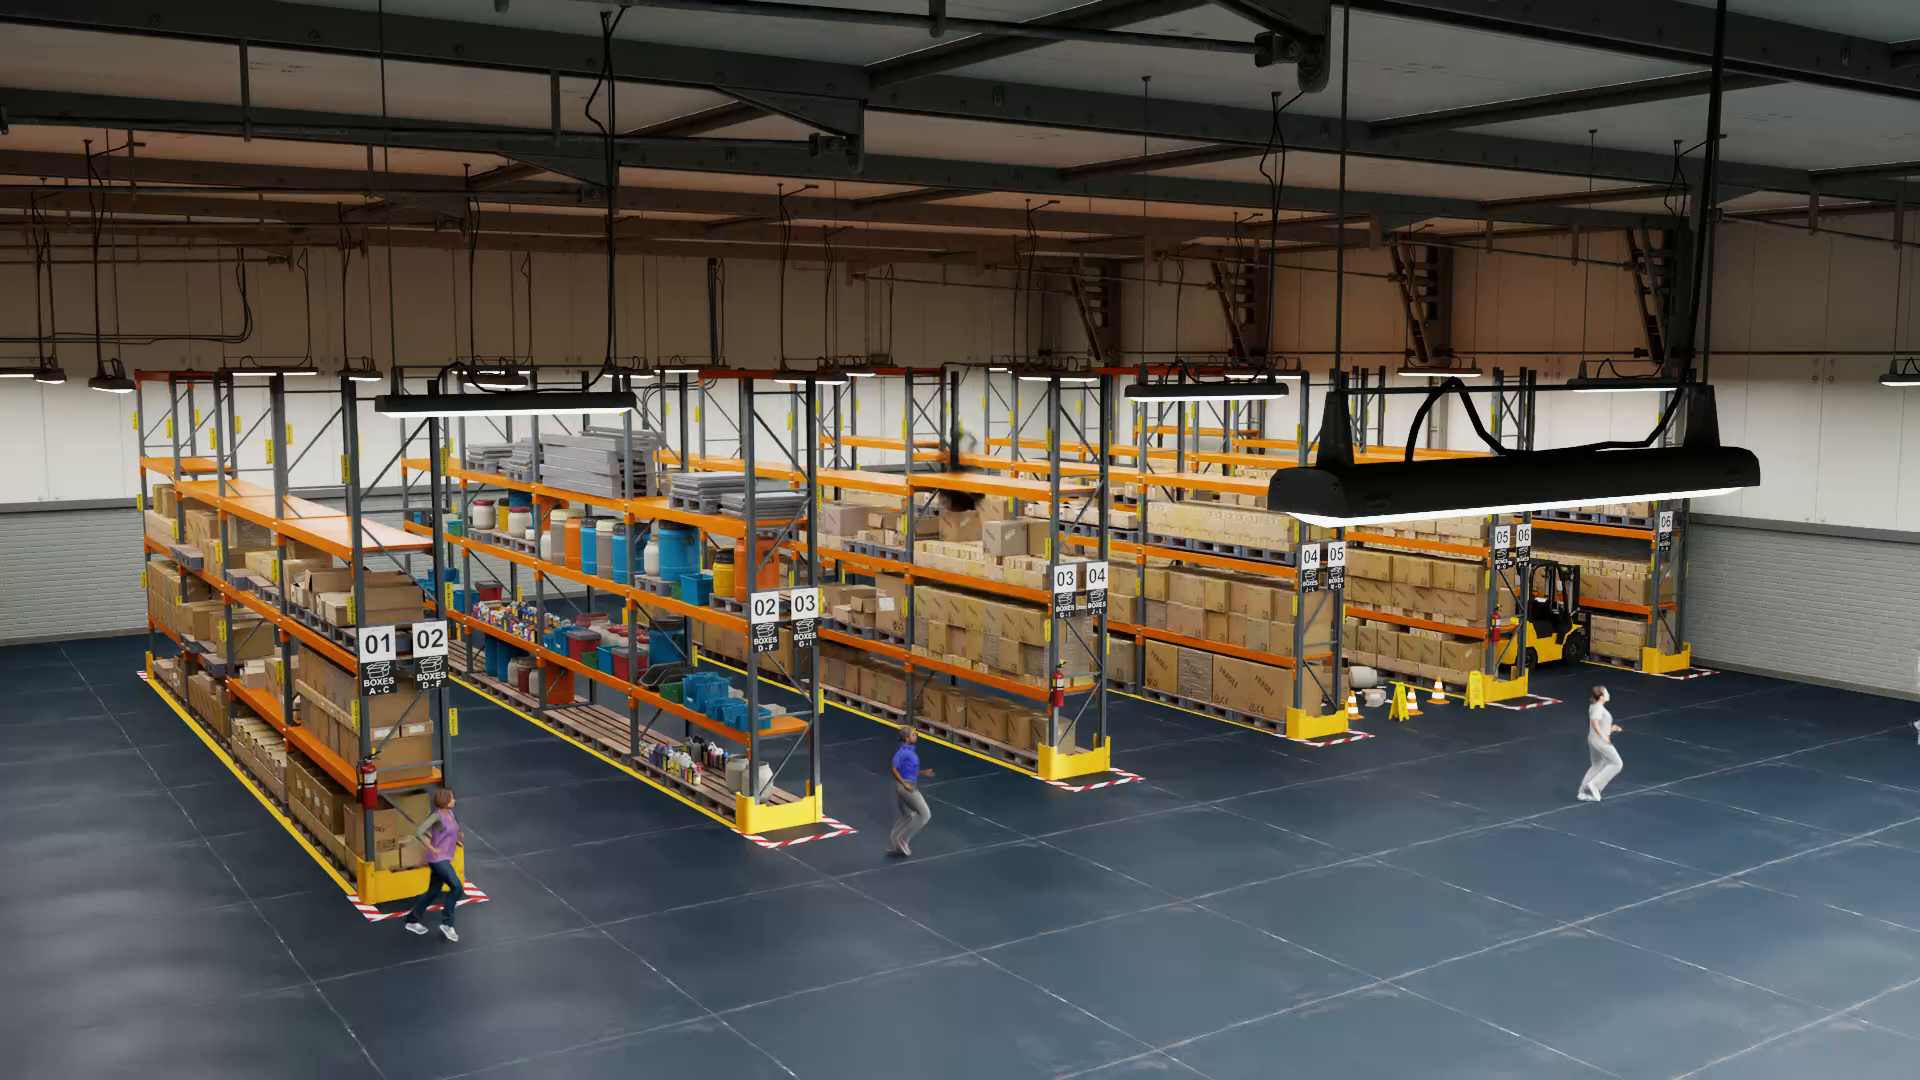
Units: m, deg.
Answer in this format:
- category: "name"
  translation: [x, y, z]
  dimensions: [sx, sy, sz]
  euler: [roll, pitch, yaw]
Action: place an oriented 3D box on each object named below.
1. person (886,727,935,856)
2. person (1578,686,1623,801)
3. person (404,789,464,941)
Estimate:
- category: "person"
  translation: [-0.622, 3.160, 20.949]
  dimensions: [0.633, 1.633, 0.546]
  euler: [0, 6, -3]
- category: "person"
  translation: [9.053, 2.861, 23.450]
  dimensions: [0.615, 1.631, 0.539]
  euler: [0, 6, 2]
- category: "person"
  translation: [-5.730, 3.536, 18.157]
  dimensions: [0.641, 1.563, 0.632]
  euler: [0, 6, -3]
